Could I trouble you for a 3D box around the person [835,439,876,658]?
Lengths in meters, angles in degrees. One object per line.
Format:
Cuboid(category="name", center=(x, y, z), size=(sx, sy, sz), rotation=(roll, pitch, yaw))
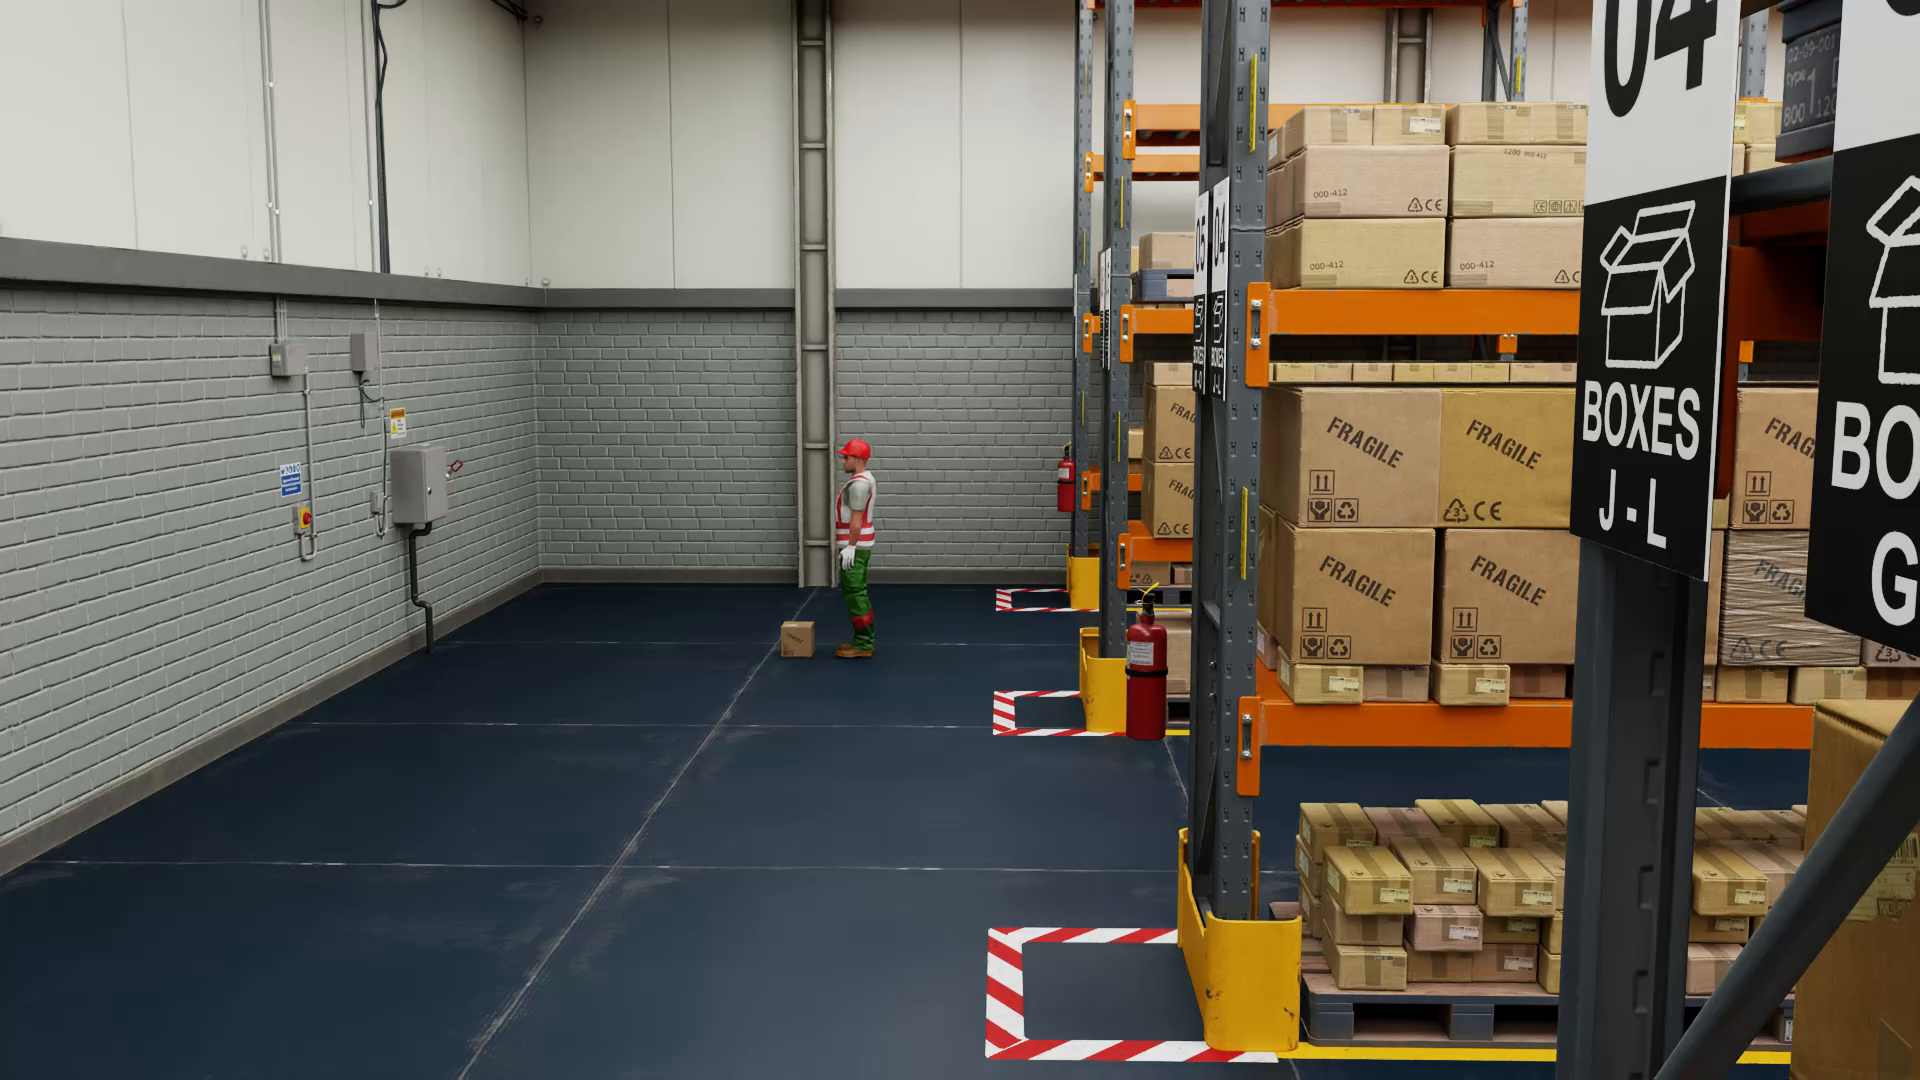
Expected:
Cuboid(category="person", center=(-0.857, 0.065, 13.656), size=(0.335, 1.785, 0.524), rotation=(0, 7, 3))
